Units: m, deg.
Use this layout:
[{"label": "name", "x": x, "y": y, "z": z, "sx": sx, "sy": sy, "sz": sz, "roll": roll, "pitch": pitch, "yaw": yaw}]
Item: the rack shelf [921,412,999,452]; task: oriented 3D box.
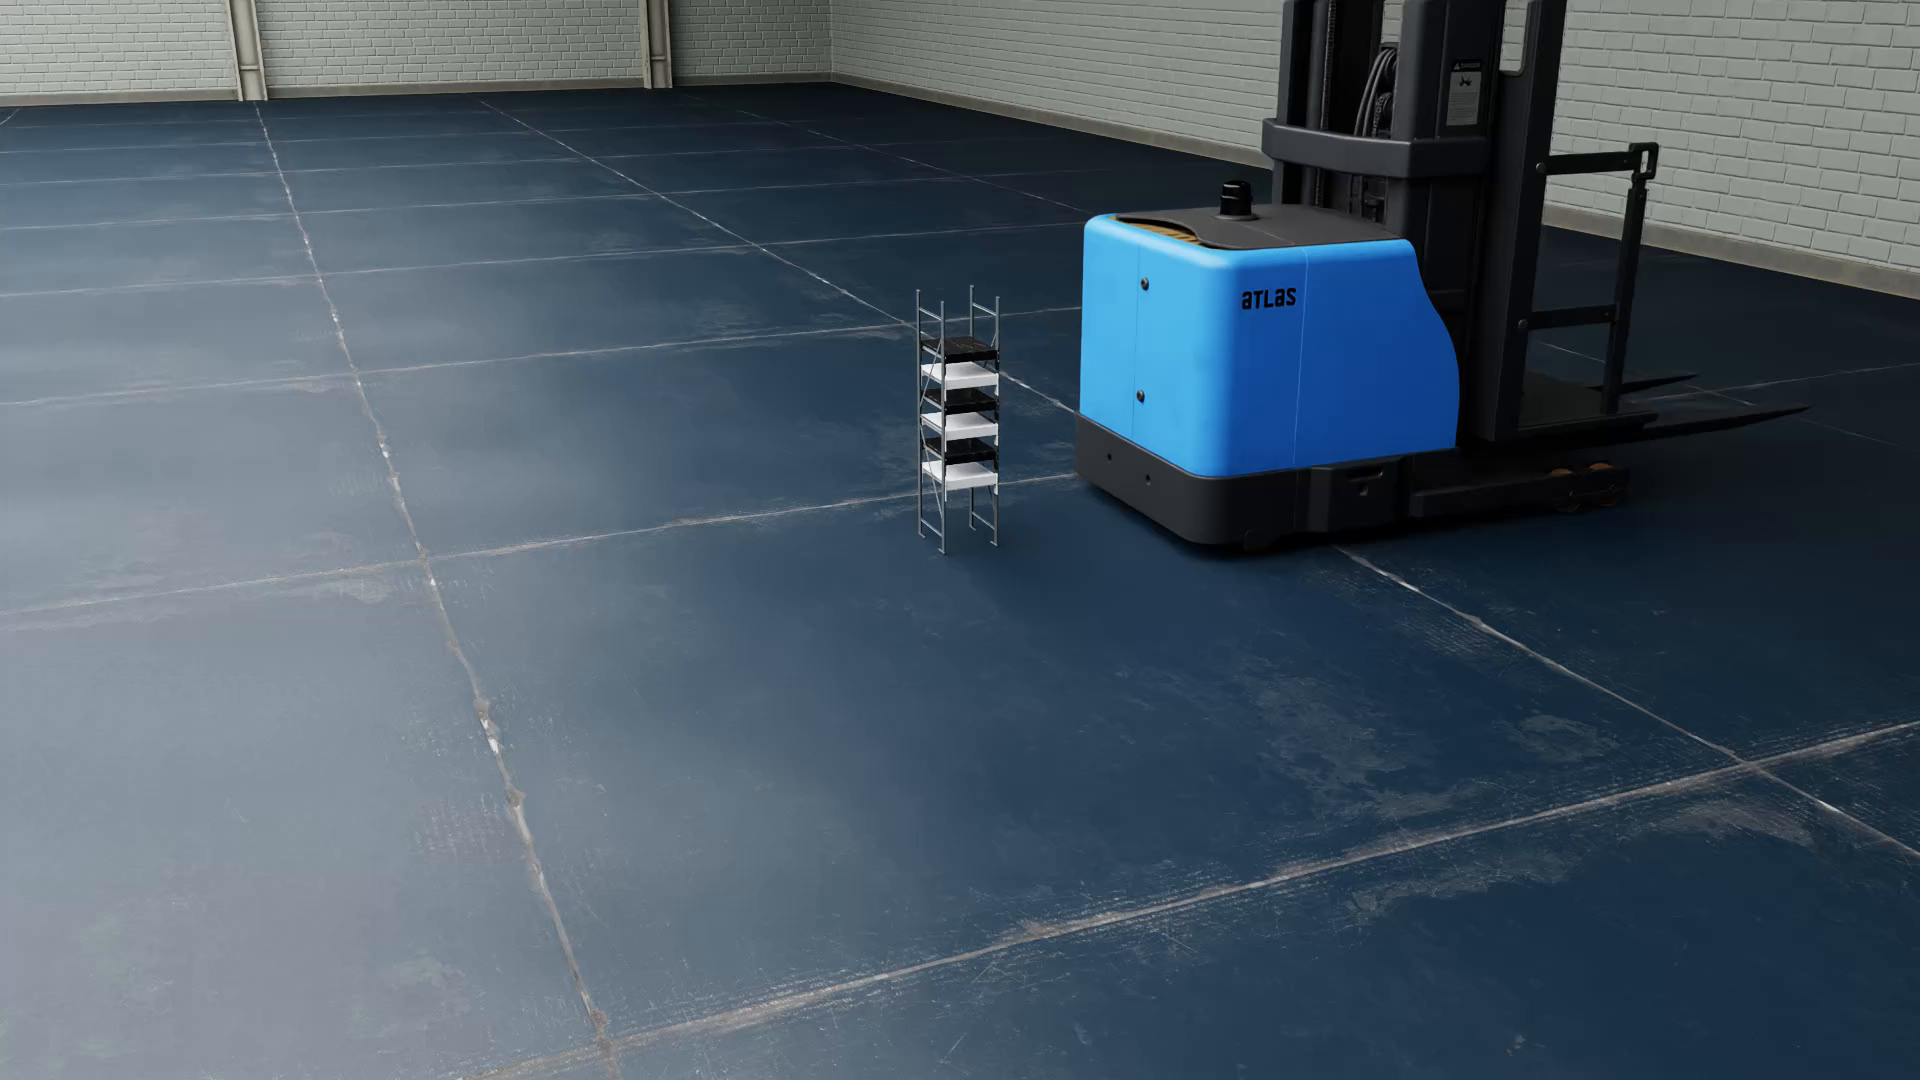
[{"label": "rack shelf", "x": -0.007, "y": -0.392, "z": 5.881, "sx": 0.200, "sy": 0.077, "sz": 0.258, "roll": -8, "pitch": 21, "yaw": -22}]

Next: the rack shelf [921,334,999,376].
[{"label": "rack shelf", "x": -0.007, "y": -0.647, "z": 5.791, "sx": 0.200, "sy": 0.077, "sz": 0.258, "roll": -8, "pitch": 21, "yaw": -22}]

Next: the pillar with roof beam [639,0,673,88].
[{"label": "pillar with roof beam", "x": -3.109, "y": -10.155, "z": 21.313, "sx": 0.400, "sy": 9.000, "sz": 9.100, "roll": -8, "pitch": 21, "yaw": -22}]

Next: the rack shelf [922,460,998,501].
[{"label": "rack shelf", "x": -0.007, "y": -0.222, "z": 5.940, "sx": 0.200, "sy": 0.077, "sz": 0.258, "roll": -8, "pitch": 21, "yaw": -22}]

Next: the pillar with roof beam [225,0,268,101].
[{"label": "pillar with roof beam", "x": -8.619, "y": -9.365, "z": 19.071, "sx": 0.400, "sy": 9.000, "sz": 9.100, "roll": -8, "pitch": 21, "yaw": -22}]

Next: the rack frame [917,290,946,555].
[{"label": "rack frame", "x": -0.101, "y": -0.410, "z": 5.832, "sx": 0.006, "sy": 0.900, "sz": 0.240, "roll": -8, "pitch": 21, "yaw": -22}]

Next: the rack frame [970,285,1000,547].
[{"label": "rack frame", "x": 0.086, "y": -0.437, "z": 5.908, "sx": 0.006, "sy": 0.900, "sz": 0.240, "roll": -8, "pitch": 21, "yaw": -22}]

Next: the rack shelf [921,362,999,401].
[{"label": "rack shelf", "x": -0.007, "y": -0.562, "z": 5.821, "sx": 0.200, "sy": 0.077, "sz": 0.258, "roll": -8, "pitch": 21, "yaw": -22}]

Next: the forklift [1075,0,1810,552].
[{"label": "forklift", "x": 2.021, "y": -1.639, "z": 6.264, "sx": 3.031, "sy": 2.935, "sz": 1.130, "roll": -8, "pitch": 21, "yaw": -21}]

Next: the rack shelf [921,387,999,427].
[{"label": "rack shelf", "x": -0.007, "y": -0.477, "z": 5.851, "sx": 0.200, "sy": 0.077, "sz": 0.258, "roll": -8, "pitch": 21, "yaw": -22}]

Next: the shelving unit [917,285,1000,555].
[{"label": "shelving unit", "x": -0.007, "y": -0.423, "z": 5.870, "sx": 0.210, "sy": 0.900, "sz": 0.258, "roll": -8, "pitch": 21, "yaw": -22}]

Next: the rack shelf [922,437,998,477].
[{"label": "rack shelf", "x": -0.007, "y": -0.307, "z": 5.911, "sx": 0.200, "sy": 0.077, "sz": 0.258, "roll": -8, "pitch": 21, "yaw": -22}]
